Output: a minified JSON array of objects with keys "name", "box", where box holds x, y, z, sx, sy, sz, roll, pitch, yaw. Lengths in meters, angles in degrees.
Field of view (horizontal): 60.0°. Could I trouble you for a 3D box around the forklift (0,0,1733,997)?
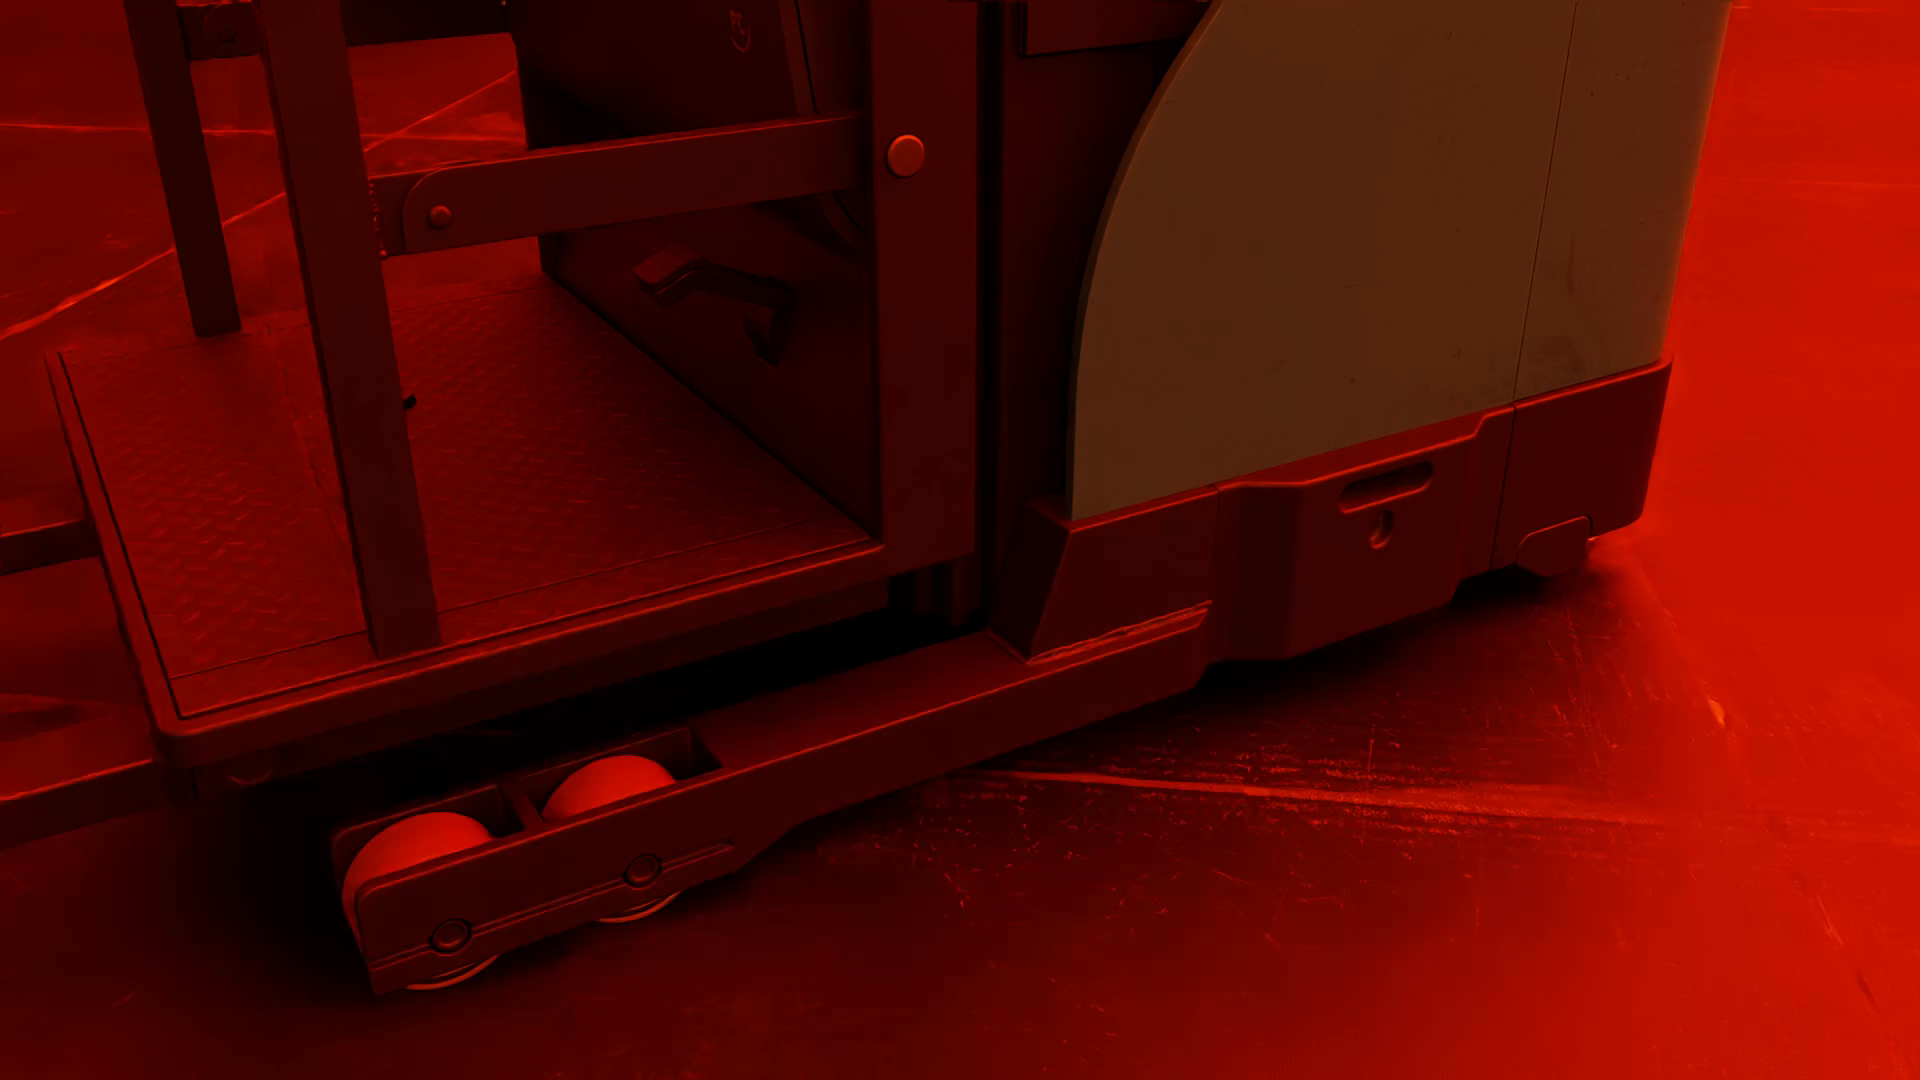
[{"name":"forklift","box":[-0.528,-1.144,1.510,3.031,2.935,1.130,-15,30,-27]}]
